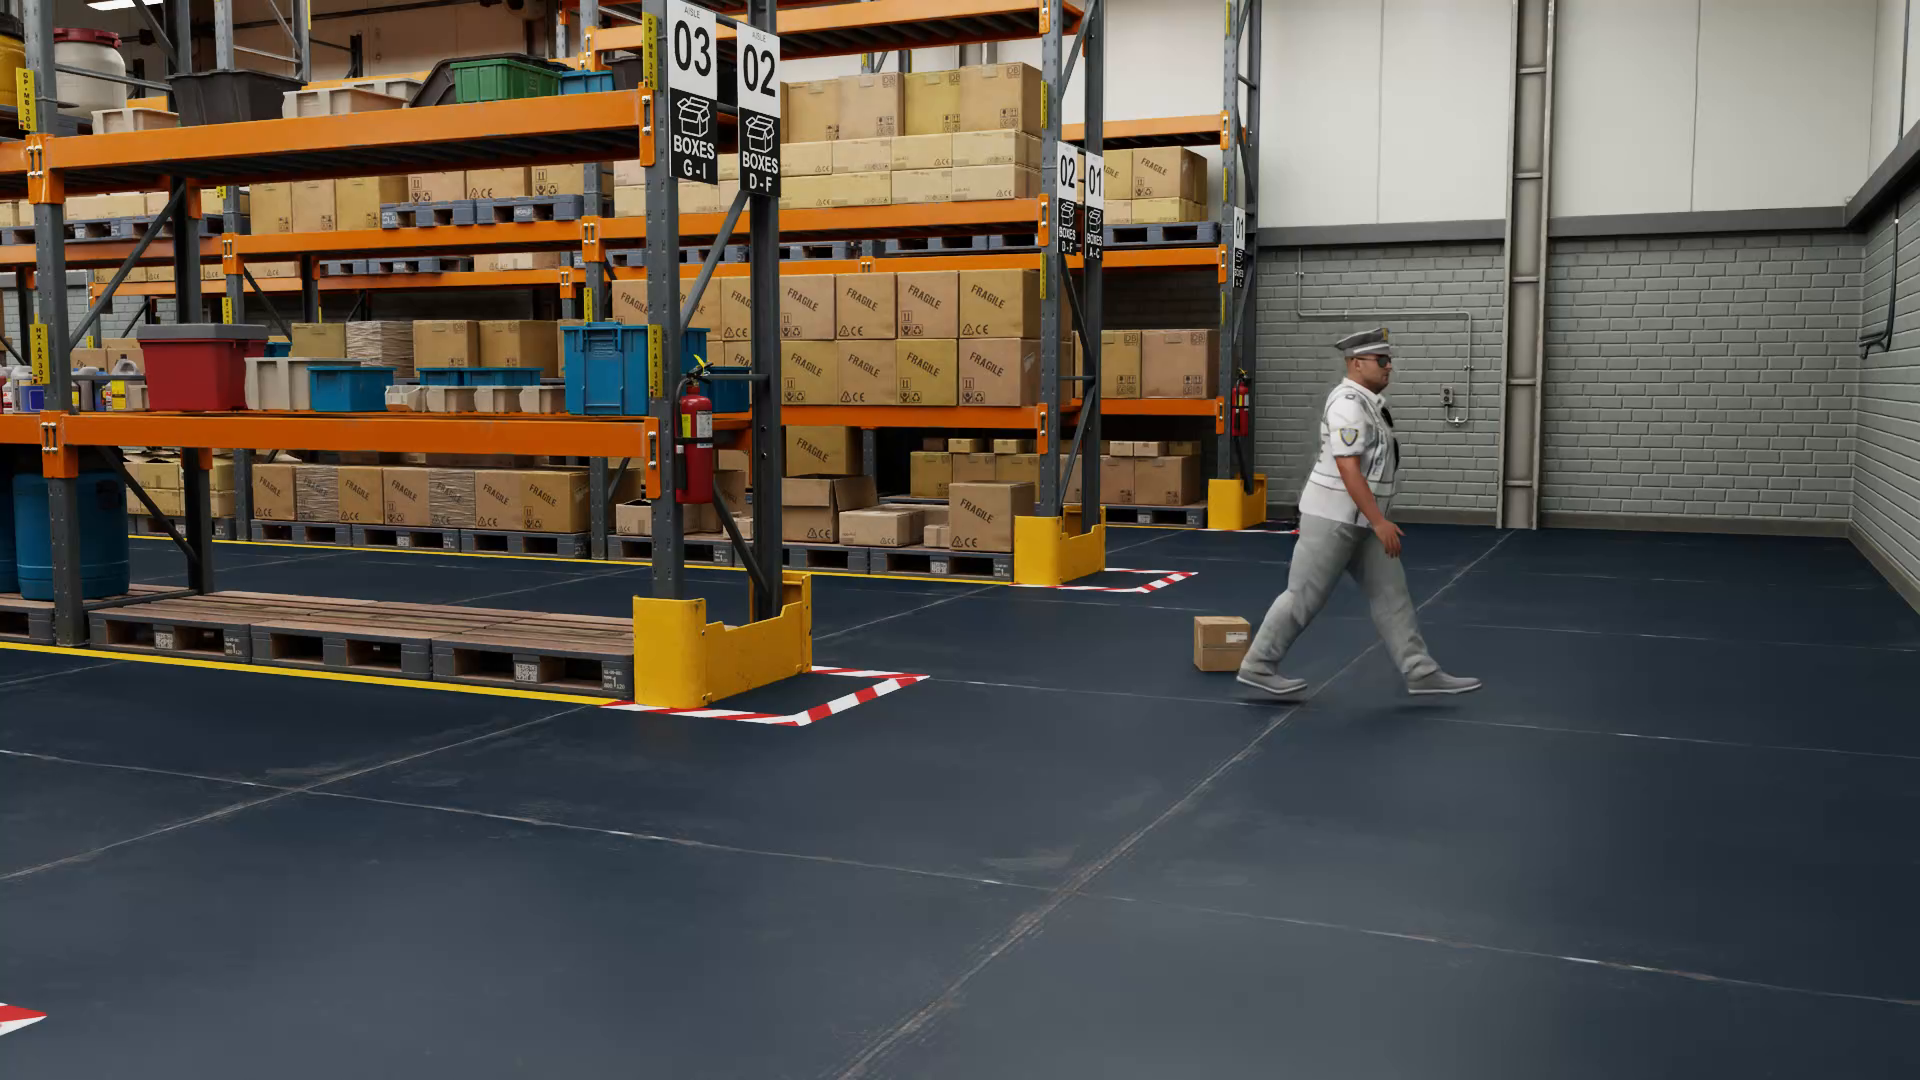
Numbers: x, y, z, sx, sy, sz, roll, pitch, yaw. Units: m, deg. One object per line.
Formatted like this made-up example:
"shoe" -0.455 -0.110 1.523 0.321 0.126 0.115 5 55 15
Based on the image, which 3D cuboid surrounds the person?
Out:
"person" 1.815 -0.117 7.578 1.072 1.696 0.576 3 6 28
